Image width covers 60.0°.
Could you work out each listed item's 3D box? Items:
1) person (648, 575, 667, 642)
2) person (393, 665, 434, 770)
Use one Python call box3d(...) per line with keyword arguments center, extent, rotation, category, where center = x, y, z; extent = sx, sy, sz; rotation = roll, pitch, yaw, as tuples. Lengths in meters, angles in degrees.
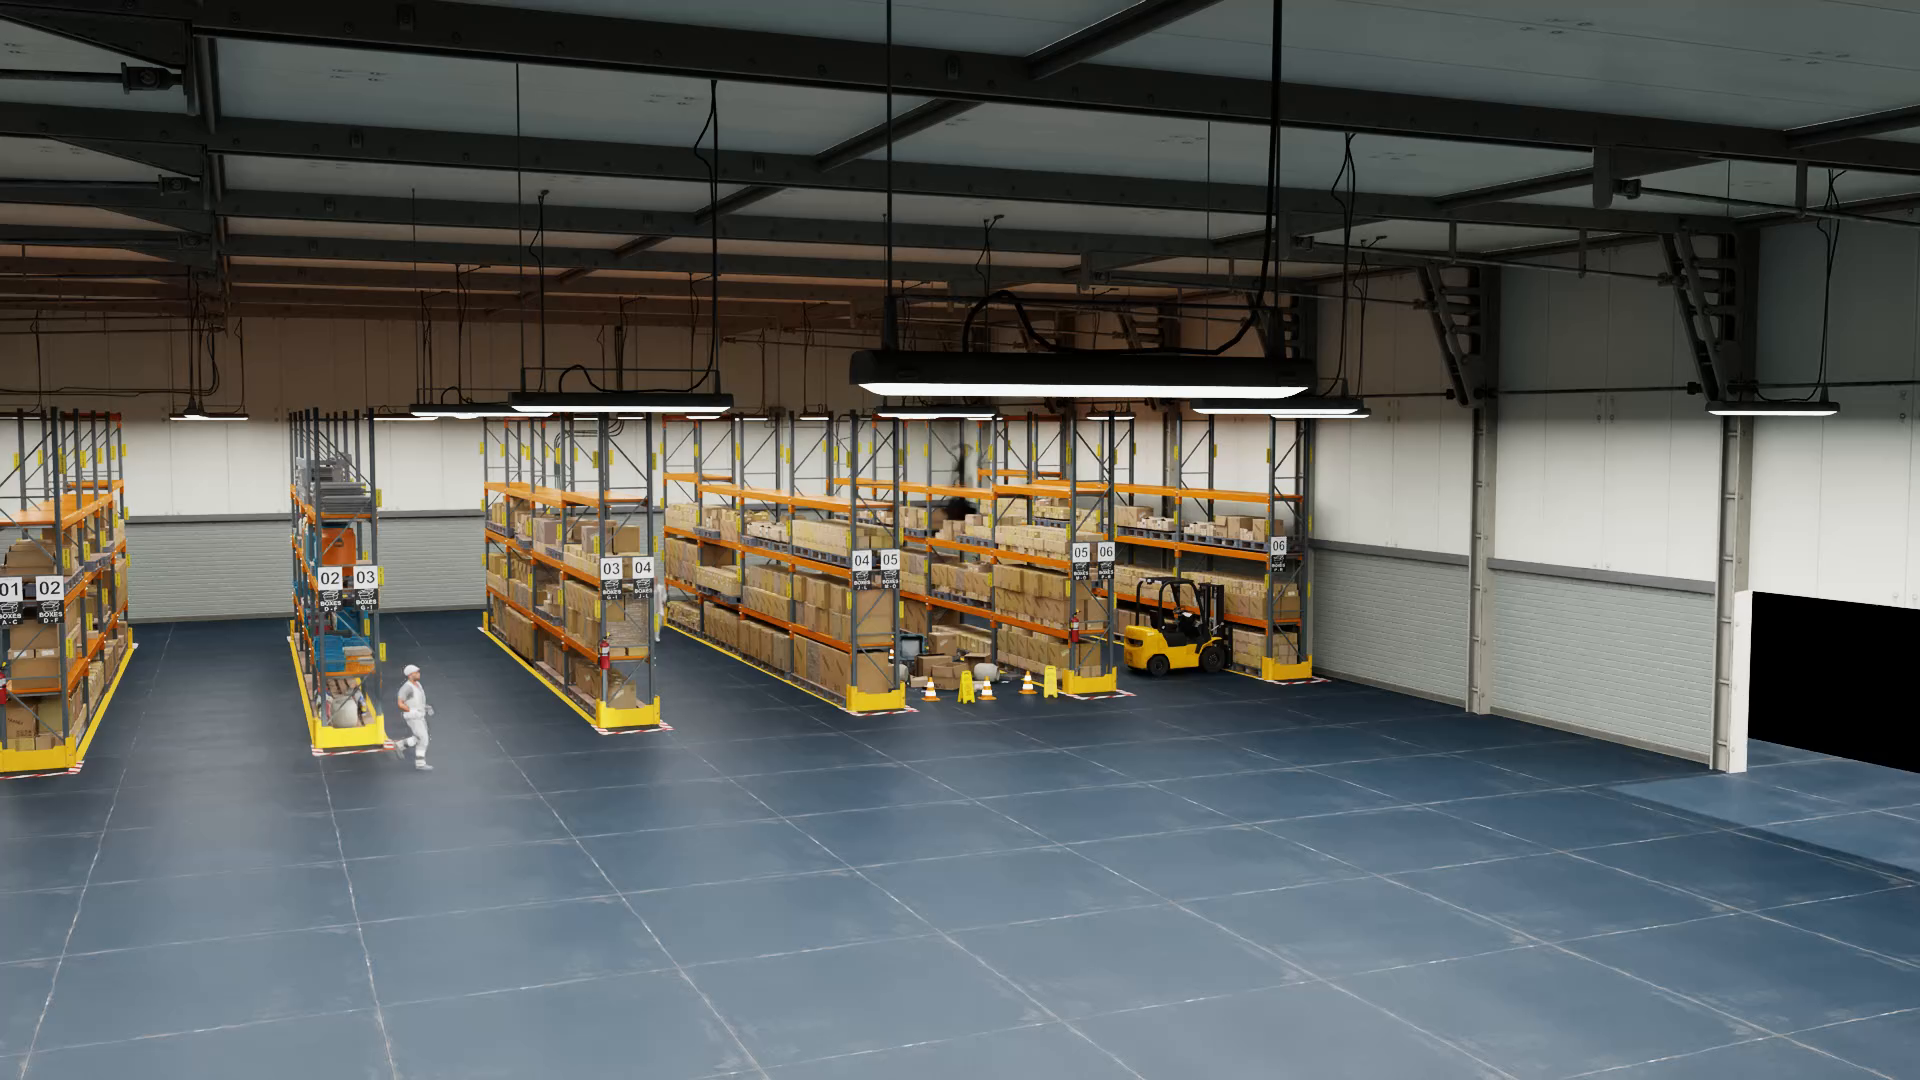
box3d(center=(-8.033, 1.794, 43.814), extent=(0.710, 1.736, 0.678), rotation=(-2, 5, -27), category="person")
box3d(center=(-9.070, 2.935, 27.469), extent=(0.689, 1.750, 0.655), rotation=(0, 4, 2), category="person")
